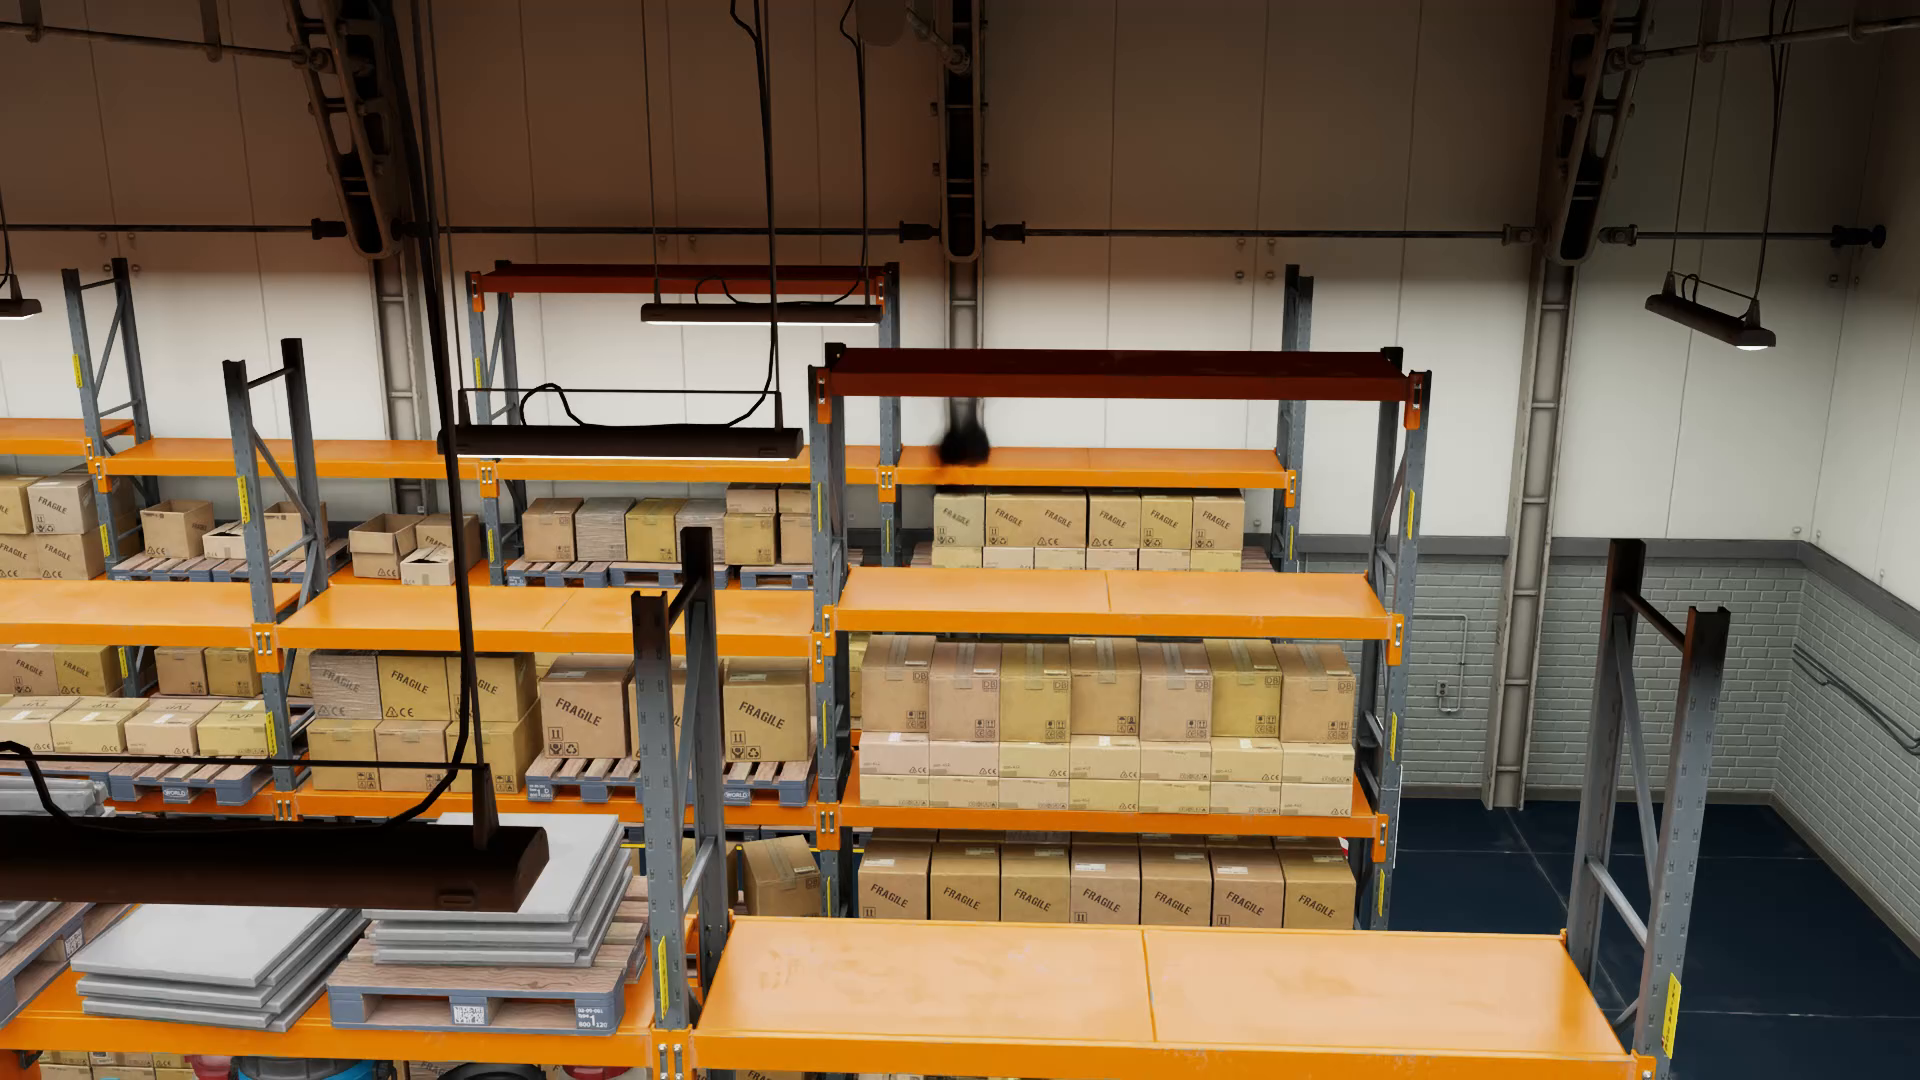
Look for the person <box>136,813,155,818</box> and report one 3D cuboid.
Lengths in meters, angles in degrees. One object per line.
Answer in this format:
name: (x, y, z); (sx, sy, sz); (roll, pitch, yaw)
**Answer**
person: (-6.859, 3.181, 14.832); (1.125, 1.554, 0.685); (5, 17, 17)
